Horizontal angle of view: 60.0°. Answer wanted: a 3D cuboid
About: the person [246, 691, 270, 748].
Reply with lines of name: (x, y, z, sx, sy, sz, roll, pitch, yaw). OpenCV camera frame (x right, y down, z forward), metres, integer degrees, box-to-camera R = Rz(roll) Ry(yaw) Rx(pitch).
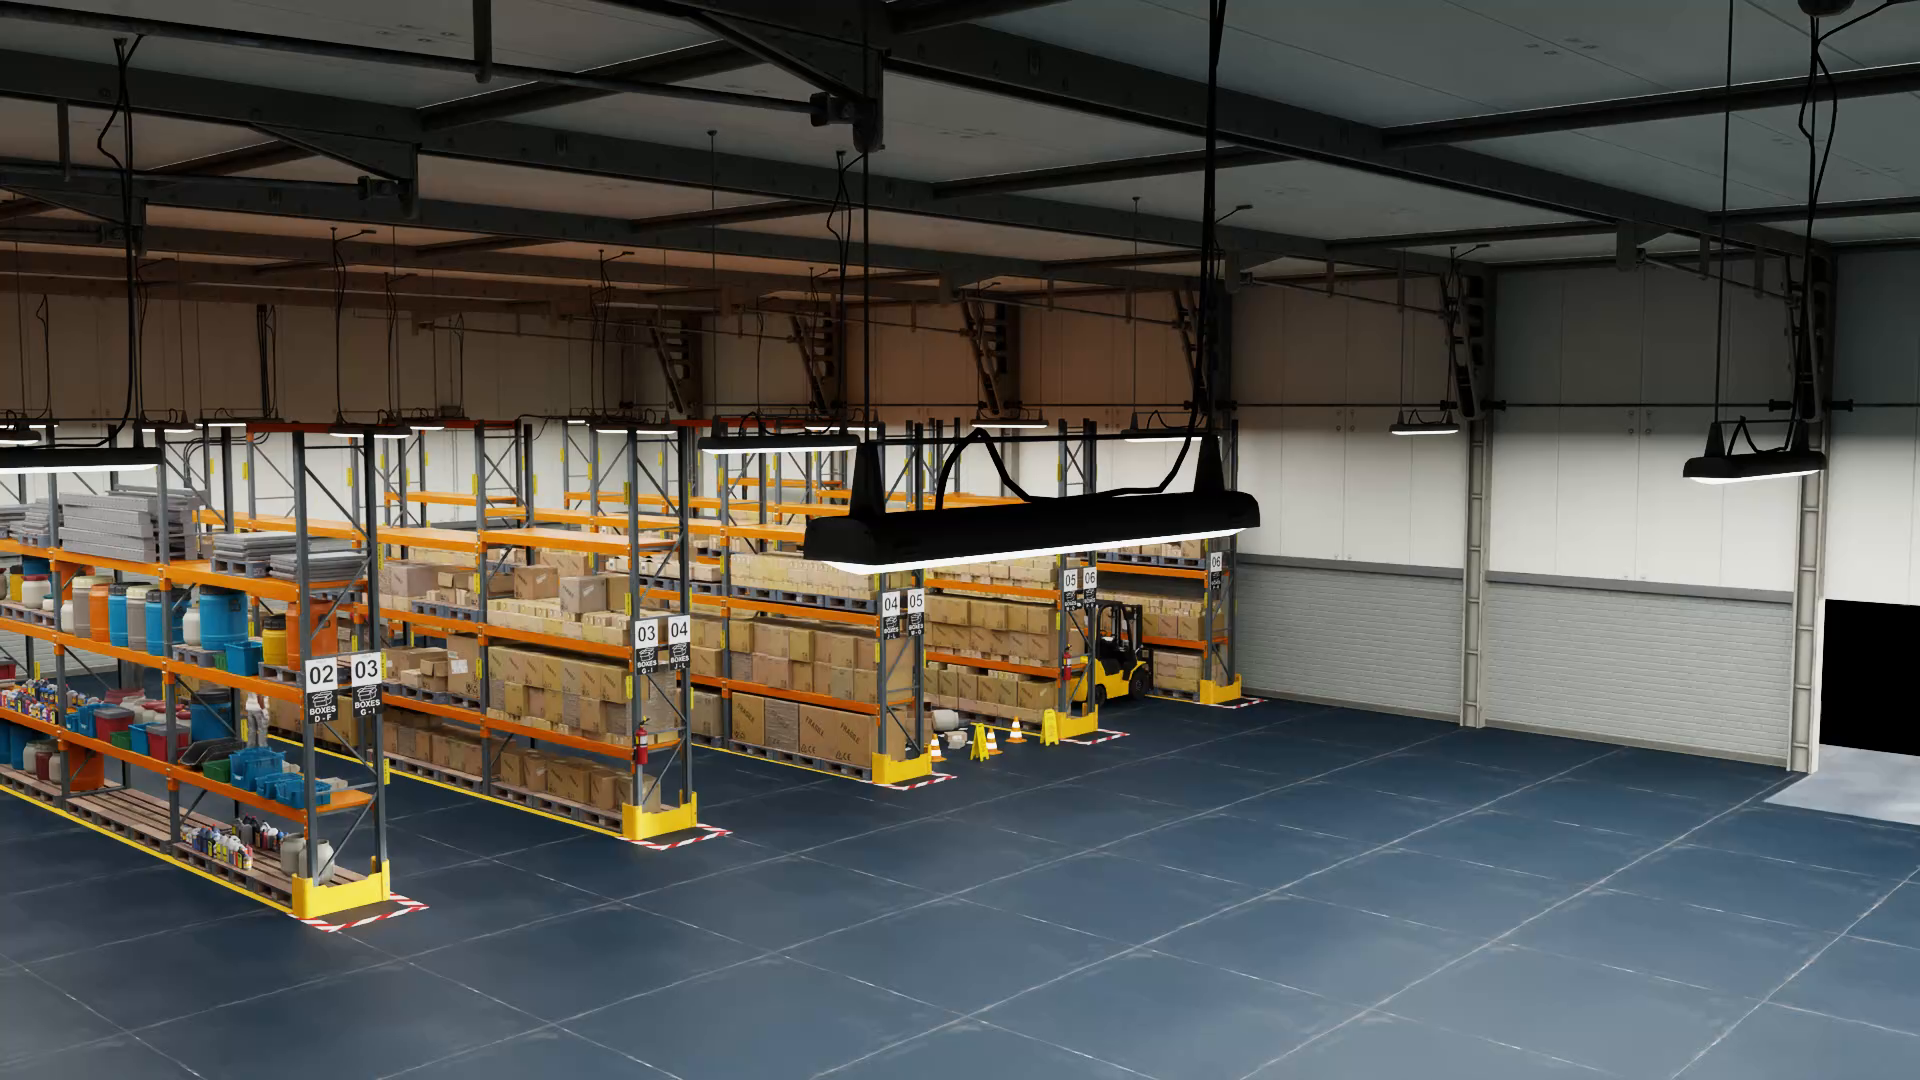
person: (-12.489, 3.018, 29.608, 0.573, 1.791, 0.426, 3, 5, 31)

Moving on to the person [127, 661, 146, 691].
person: (-18.154, 2.526, 36.646, 0.407, 1.671, 0.492, 2, 5, 21)

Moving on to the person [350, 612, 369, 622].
person: (-14.150, 2.261, 39.359, 0.433, 1.732, 0.578, 4, 6, 38)
